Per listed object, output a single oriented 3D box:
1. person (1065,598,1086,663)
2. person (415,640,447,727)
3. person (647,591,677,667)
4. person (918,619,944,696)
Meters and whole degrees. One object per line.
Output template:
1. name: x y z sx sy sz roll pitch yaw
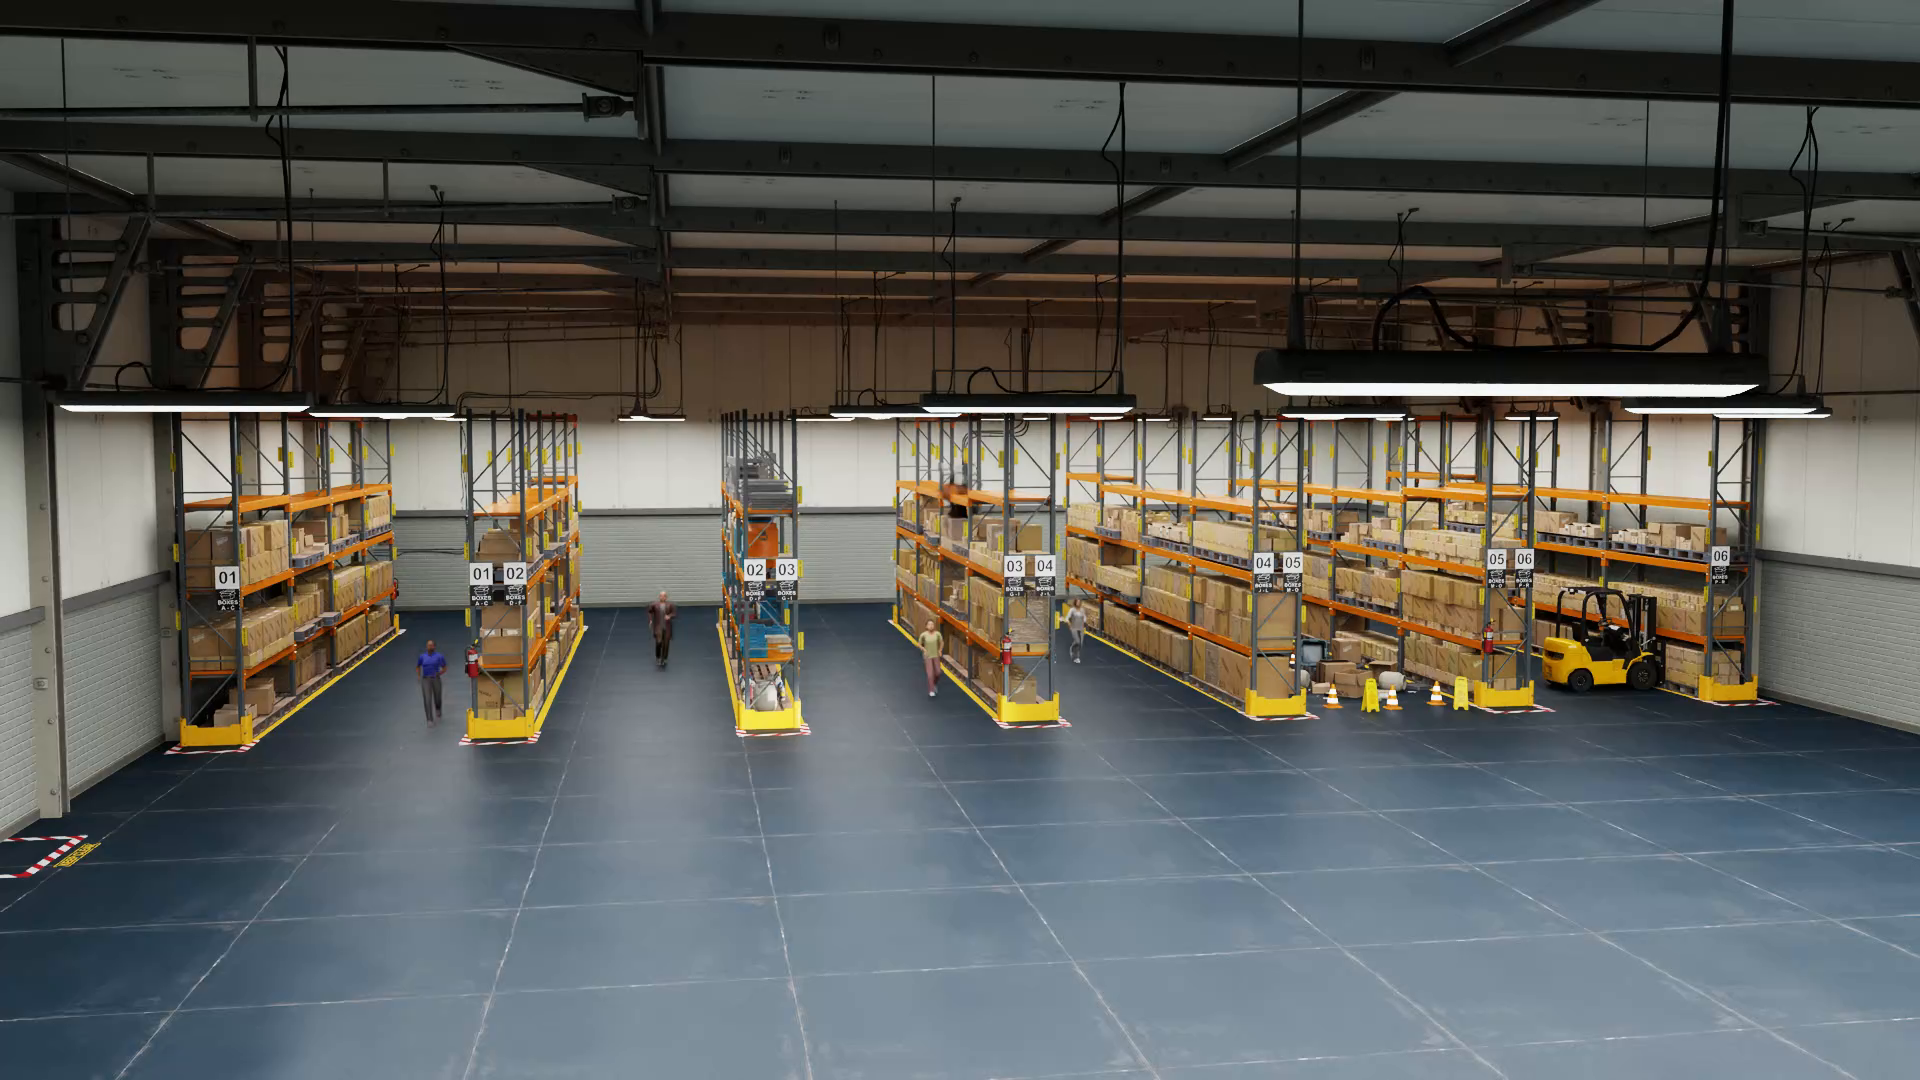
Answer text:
1. person: 2.809 2.171 39.794 0.503 1.559 0.493 -1 4 -16
2. person: -10.074 2.706 31.666 0.584 1.613 0.739 -1 4 -13
3. person: -7.025 2.102 39.292 0.683 1.783 0.748 -1 4 -16
4. person: -0.593 2.472 34.834 0.556 1.626 0.520 -1 4 -8
